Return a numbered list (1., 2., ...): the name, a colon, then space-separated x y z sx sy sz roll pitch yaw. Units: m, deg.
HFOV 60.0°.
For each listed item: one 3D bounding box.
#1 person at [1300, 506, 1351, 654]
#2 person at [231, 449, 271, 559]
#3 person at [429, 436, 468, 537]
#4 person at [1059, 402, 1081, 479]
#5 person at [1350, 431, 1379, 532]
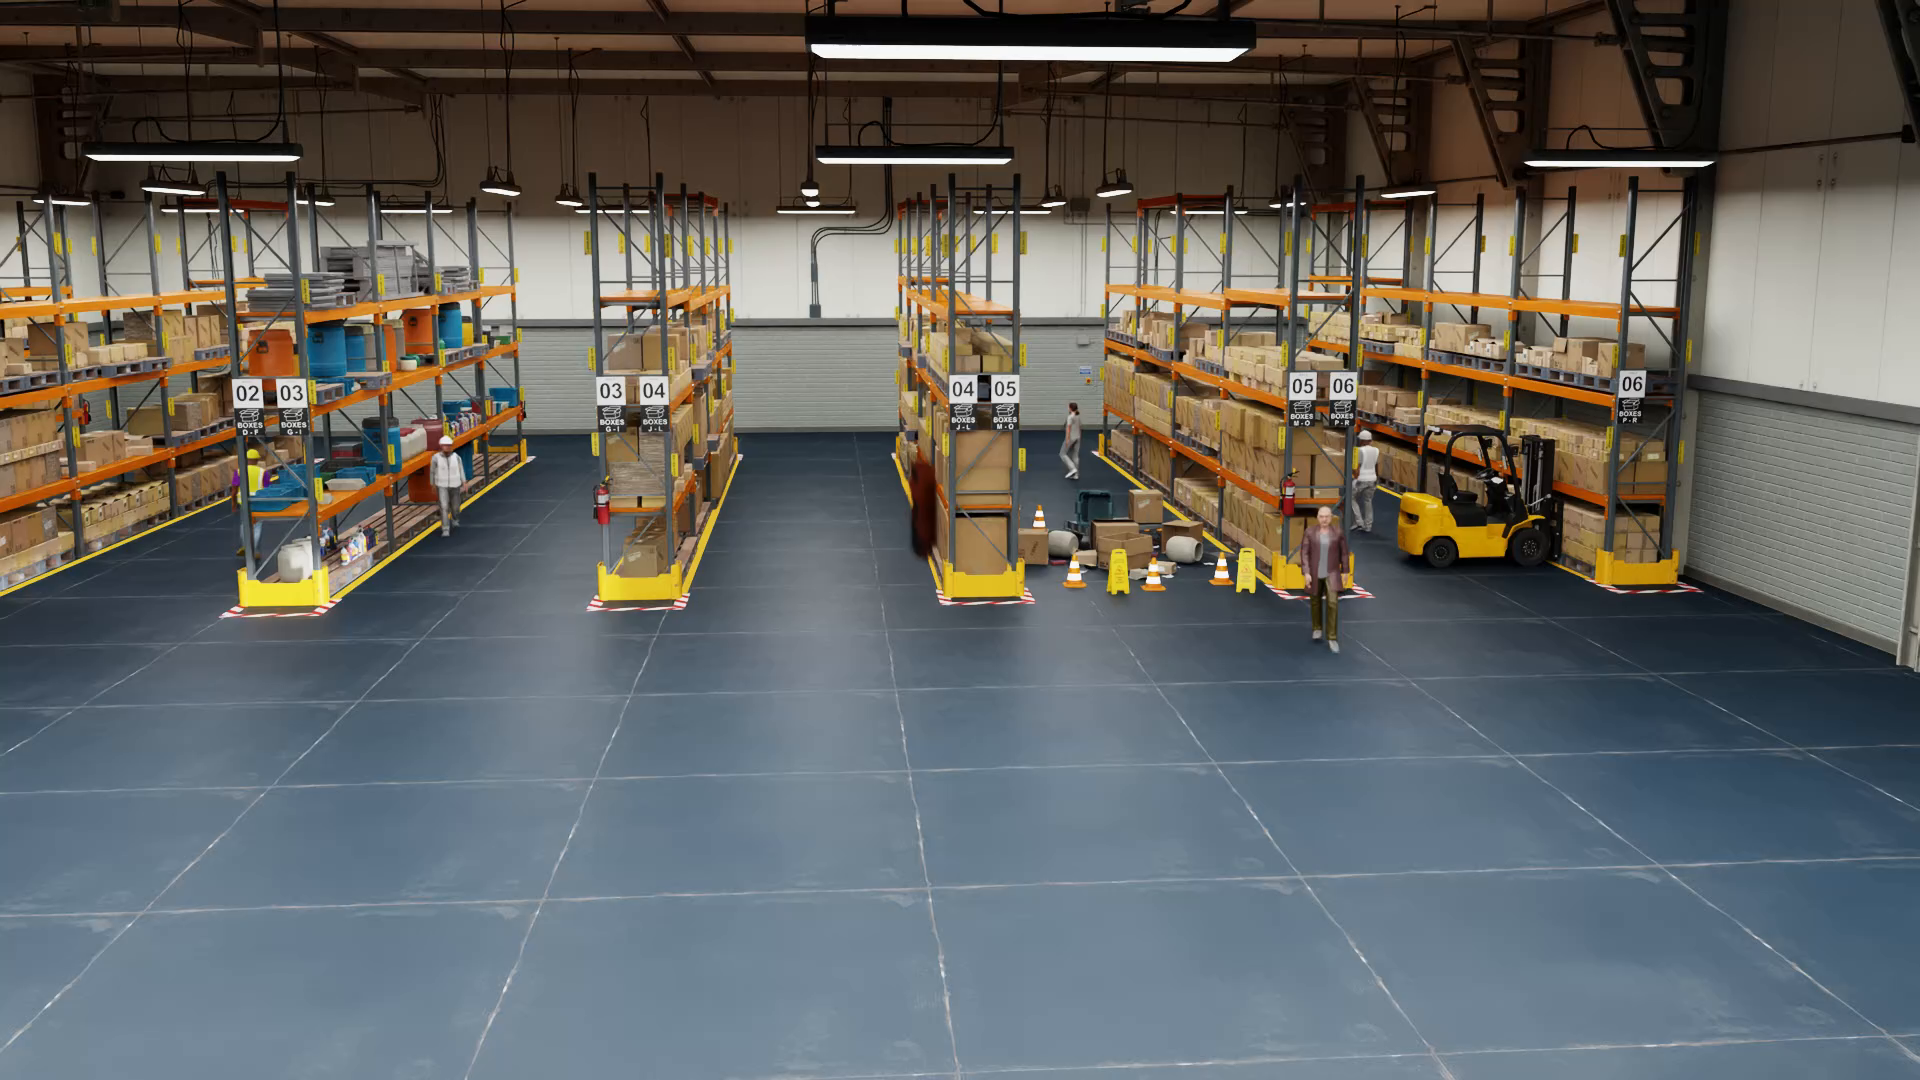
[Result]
1. person: 4.608 0.470 21.031 0.622 1.804 0.868 3 10 17
2. person: -11.443 -0.580 26.867 0.617 1.761 0.482 -2 10 -13
3. person: -8.953 -0.964 29.101 0.619 1.732 1.031 -3 11 -19
4. person: 2.461 -2.163 36.116 0.461 1.662 0.485 10 14 44
5. person: 7.158 -1.047 29.496 0.600 1.785 0.405 -5 11 -28
